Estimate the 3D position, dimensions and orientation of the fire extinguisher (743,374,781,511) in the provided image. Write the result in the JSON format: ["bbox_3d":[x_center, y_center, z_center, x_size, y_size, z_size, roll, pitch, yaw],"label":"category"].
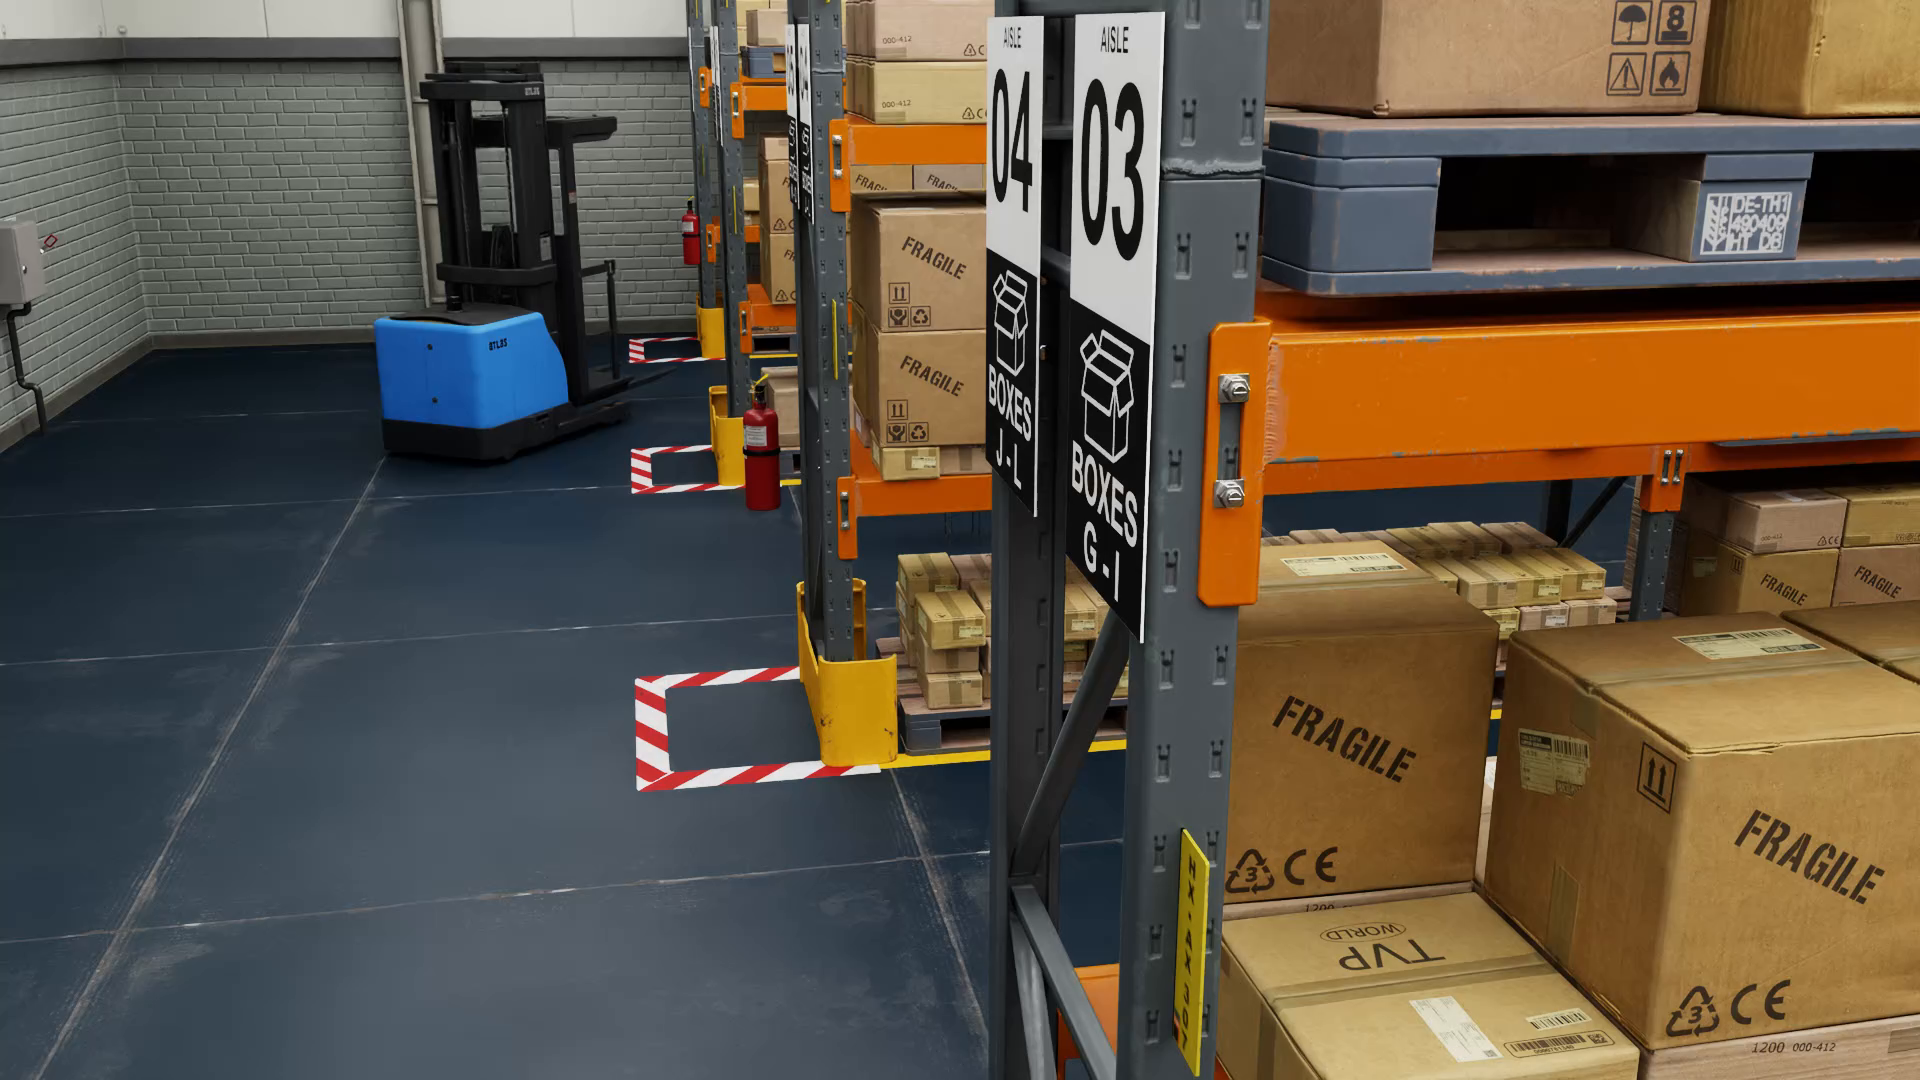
[{"bbox_3d":[-0.962,-0.485,8.050,0.183,0.674,0.296,-3,17,-10],"label":"fire extinguisher"}]

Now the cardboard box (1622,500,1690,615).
[{"bbox_3d":[3.979,0.076,8.998,0.500,0.500,0.500,-4,17,-11],"label":"cardboard box"}]

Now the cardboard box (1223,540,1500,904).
[{"bbox_3d":[0.643,0.322,3.126,0.500,0.500,0.500,-3,17,-10],"label":"cardboard box"}]

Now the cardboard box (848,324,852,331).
[{"bbox_3d":[-1.146,-2.483,17.328,0.500,0.500,0.700,-3,17,-8],"label":"cardboard box"}]

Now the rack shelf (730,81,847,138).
[{"bbox_3d":[0.298,-3.204,12.252,4.000,0.370,1.077,-3,17,-10],"label":"rack shelf"}]

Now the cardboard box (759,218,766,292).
[{"bbox_3d":[-1.242,-2.154,12.546,0.500,0.500,0.500,-3,17,-10],"label":"cardboard box"}]

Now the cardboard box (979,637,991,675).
[{"bbox_3d":[0.215,0.484,7.761,0.250,0.149,0.380,-3,17,-11],"label":"cardboard box"}]

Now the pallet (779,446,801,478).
[{"bbox_3d":[-0.895,-0.737,12.852,1.213,0.211,1.003,-3,17,-10],"label":"pallet"}]

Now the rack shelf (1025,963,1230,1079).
[{"bbox_3d":[2.178,1.086,3.391,4.000,0.370,1.077,-3,17,-10],"label":"rack shelf"}]

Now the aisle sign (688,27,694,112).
[{"bbox_3d":[-2.622,-4.588,16.213,0.004,0.787,0.394,-3,17,-10],"label":"aisle sign"}]

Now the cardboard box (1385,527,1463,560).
[{"bbox_3d":[2.402,0.059,8.637,0.250,0.149,0.380,-3,17,-11],"label":"cardboard box"}]

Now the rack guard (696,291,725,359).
[{"bbox_3d":[-2.536,-2.243,17.263,0.348,0.500,1.175,-3,17,-10],"label":"rack guard"}]

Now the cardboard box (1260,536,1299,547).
[{"bbox_3d":[1.633,0.110,8.472,0.250,0.149,0.380,-4,18,-13],"label":"cardboard box"}]

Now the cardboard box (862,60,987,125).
[{"bbox_3d":[-0.138,-1.895,7.020,0.500,0.250,0.500,-3,17,-8],"label":"cardboard box"}]

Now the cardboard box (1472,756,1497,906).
[{"bbox_3d":[1.138,0.652,3.330,0.500,0.250,0.500,-4,17,-11],"label":"cardboard box"}]

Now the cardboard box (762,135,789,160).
[{"bbox_3d":[-1.265,-2.779,11.772,0.250,0.149,0.380,-3,17,-9],"label":"cardboard box"}]

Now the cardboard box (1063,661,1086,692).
[{"bbox_3d":[0.432,0.589,7.924,0.250,0.149,0.380,-3,17,-10],"label":"cardboard box"}]

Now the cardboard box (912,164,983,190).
[{"bbox_3d":[-0.130,-2.535,12.083,0.500,0.500,0.500,-3,17,-11],"label":"cardboard box"}]

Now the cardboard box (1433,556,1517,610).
[{"bbox_3d":[2.514,0.210,8.147,0.250,0.149,0.380,-3,17,-11],"label":"cardboard box"}]

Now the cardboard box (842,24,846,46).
[{"bbox_3d":[-0.844,-3.663,12.062,0.250,0.149,0.380,-5,18,-15],"label":"cardboard box"}]

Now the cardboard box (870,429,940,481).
[{"bbox_3d":[-0.247,-0.385,7.385,0.250,0.149,0.380,-3,17,-11],"label":"cardboard box"}]

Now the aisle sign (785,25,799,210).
[{"bbox_3d":[-0.756,-1.907,7.483,0.004,0.787,0.394,-3,17,-10],"label":"aisle sign"}]

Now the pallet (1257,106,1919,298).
[{"bbox_3d":[0.941,-0.582,2.640,1.213,0.211,1.003,-3,17,-10],"label":"pallet"}]

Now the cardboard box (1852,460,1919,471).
[{"bbox_3d":[5.007,-0.341,9.080,0.500,0.250,0.500,-4,18,-13],"label":"cardboard box"}]

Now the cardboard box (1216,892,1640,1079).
[{"bbox_3d":[0.737,0.834,2.735,0.500,0.250,0.500,-4,17,-12],"label":"cardboard box"}]

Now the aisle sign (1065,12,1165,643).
[{"bbox_3d":[0.201,-0.298,2.247,0.004,0.787,0.394,-3,17,-10],"label":"aisle sign"}]

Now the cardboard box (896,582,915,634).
[{"bbox_3d":[-0.163,0.327,8.274,0.250,0.149,0.380,-4,17,-12],"label":"cardboard box"}]

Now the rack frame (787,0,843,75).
[{"bbox_3d":[-0.627,-3.449,6.716,0.127,3.000,1.000,-3,17,-10],"label":"rack frame"}]

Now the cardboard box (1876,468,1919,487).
[{"bbox_3d":[5.100,-0.191,8.591,0.500,0.250,0.500,-3,17,-8],"label":"cardboard box"}]

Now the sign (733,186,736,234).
[{"bbox_3d":[-1.566,-2.294,11.564,0.005,0.325,0.100,-3,17,-10],"label":"sign"}]

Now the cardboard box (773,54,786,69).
[{"bbox_3d":[-1.746,-4.730,16.421,0.250,0.149,0.380,-3,17,-10],"label":"cardboard box"}]

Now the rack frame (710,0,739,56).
[{"bbox_3d":[-1.666,-4.871,11.343,0.127,3.000,1.000,-3,17,-10],"label":"rack frame"}]

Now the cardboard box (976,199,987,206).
[{"bbox_3d":[0.358,-1.228,7.321,0.500,0.500,0.500,-3,17,-9],"label":"cardboard box"}]

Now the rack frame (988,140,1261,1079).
[{"bbox_3d":[0.214,0.854,2.923,0.127,3.000,1.000,-3,17,-10],"label":"rack frame"}]

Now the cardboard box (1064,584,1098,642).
[{"bbox_3d":[0.471,0.338,7.731,0.250,0.149,0.380,-3,17,-11],"label":"cardboard box"}]

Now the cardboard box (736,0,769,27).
[{"bbox_3d":[-2.128,-5.129,16.192,0.500,0.250,0.500,-3,17,-11],"label":"cardboard box"}]

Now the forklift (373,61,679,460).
[{"bbox_3d":[-3.448,-2.395,13.617,1.130,2.935,3.031,7,18,21],"label":"forklift"}]

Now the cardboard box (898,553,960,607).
[{"bbox_3d":[-0.156,0.193,8.200,0.250,0.149,0.380,-3,17,-10],"label":"cardboard box"}]

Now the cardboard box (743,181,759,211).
[{"bbox_3d":[-2.114,-3.452,16.690,0.500,0.250,0.500,-3,17,-10],"label":"cardboard box"}]

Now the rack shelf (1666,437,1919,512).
[{"bbox_3d":[5.264,-0.572,8.790,4.000,0.370,1.077,-3,17,-10],"label":"rack shelf"}]

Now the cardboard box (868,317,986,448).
[{"bbox_3d":[-0.134,-0.717,7.360,0.500,0.500,0.500,-2,17,-8],"label":"cardboard box"}]

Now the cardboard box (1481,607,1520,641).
[{"bbox_3d":[2.528,0.363,8.154,0.250,0.149,0.380,-4,17,-12],"label":"cardboard box"}]

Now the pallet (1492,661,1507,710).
[{"bbox_3d":[2.647,0.576,8.576,1.213,0.211,1.003,-3,17,-10],"label":"pallet"}]

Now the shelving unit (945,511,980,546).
[{"bbox_3d":[0.014,-0.574,10.638,0.189,1.200,0.258,-3,17,-10],"label":"shelving unit"}]

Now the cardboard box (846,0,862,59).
[{"bbox_3d":[-0.223,-2.282,7.427,0.500,0.250,0.500,-4,17,-12],"label":"cardboard box"}]

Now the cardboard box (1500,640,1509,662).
[{"bbox_3d":[2.709,0.468,8.319,0.250,0.149,0.380,-3,17,-9],"label":"cardboard box"}]

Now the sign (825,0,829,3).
[{"bbox_3d":[-0.524,-2.277,6.519,0.005,0.325,0.100,-3,17,-10],"label":"sign"}]

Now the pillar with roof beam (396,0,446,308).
[{"bbox_3d":[-4.613,-5.170,12.318,0.400,9.000,9.100,-3,17,-10],"label":"pillar with roof beam"}]
